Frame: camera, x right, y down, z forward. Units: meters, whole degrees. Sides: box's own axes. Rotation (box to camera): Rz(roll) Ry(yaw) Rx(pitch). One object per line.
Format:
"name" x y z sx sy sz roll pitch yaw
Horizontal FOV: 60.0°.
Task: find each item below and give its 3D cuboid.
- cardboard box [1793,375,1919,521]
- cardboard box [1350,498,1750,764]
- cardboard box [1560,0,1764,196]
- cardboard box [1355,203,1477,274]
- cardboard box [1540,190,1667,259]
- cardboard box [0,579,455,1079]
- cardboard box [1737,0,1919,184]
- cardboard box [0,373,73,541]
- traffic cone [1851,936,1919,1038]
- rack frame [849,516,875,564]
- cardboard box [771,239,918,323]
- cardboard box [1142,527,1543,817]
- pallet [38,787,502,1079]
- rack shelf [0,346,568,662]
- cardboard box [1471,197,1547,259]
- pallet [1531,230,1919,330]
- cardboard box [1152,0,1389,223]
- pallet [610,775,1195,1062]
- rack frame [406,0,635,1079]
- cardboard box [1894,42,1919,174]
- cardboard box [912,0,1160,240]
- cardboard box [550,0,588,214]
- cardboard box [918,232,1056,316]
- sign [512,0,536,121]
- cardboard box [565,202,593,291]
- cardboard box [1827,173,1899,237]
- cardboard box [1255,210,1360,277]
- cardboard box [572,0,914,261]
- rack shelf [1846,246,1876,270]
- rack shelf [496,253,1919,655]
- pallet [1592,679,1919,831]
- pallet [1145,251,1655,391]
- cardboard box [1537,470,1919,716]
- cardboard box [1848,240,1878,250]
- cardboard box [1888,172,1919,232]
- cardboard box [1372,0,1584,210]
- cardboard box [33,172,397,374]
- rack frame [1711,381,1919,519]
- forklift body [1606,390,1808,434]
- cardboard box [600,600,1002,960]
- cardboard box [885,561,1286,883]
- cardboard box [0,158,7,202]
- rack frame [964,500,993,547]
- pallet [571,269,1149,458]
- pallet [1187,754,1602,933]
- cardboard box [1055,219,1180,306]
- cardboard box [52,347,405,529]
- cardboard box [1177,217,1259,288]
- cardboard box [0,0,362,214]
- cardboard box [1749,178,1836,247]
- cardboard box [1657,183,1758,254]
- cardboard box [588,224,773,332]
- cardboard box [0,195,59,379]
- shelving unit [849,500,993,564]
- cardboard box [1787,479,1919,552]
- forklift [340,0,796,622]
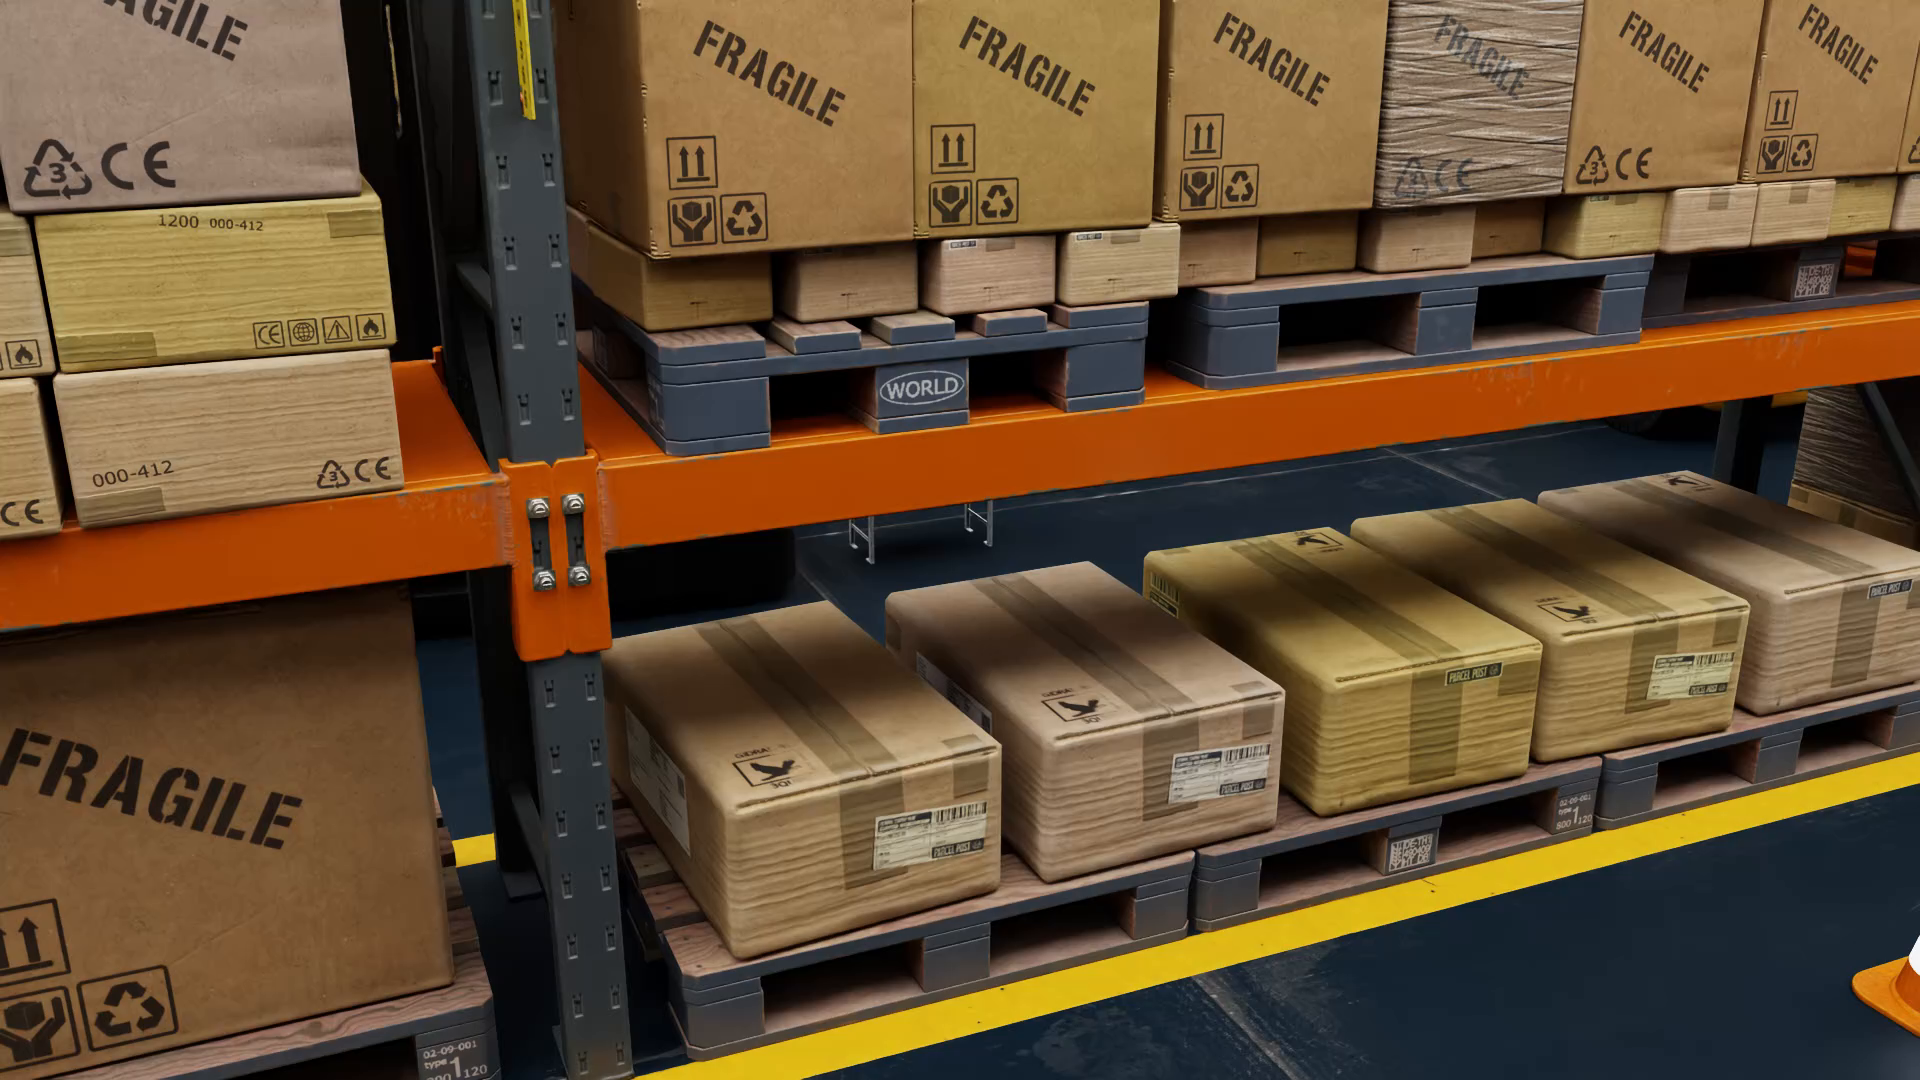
"cardboard box" 3.189 -0.399 5.518 0.500 0.500 0.500 -8 21 -23
"cardboard box" 1.613 0.222 4.699 0.625 0.372 0.950 -7 21 -19
"cardboard box" 1.488 -1.108 3.921 0.500 0.500 0.500 -7 21 -20
"cardboard box" 0.955 -0.722 3.802 0.250 0.149 0.380 -7 21 -20
"cardboard box" 1.447 -0.783 3.974 0.250 0.149 0.380 -8 21 -22
"cardboard box" -1.588 0.411 3.405 0.875 0.875 0.875 -8 21 -22
"cardboard box" 1.964 -1.174 4.109 0.500 0.500 0.500 -8 21 -22
"cardboard box" -1.745 -0.170 2.714 0.500 0.250 0.500 -8 21 -21
"traffic cone" 2.168 0.802 3.548 0.334 0.463 0.336 -8 21 -22
"rack frame" -0.376 -0.512 6.170 0.015 1.200 0.240 -8 21 -22
"cardboard box" -0.276 -0.551 3.317 0.250 0.149 0.380 -10 22 -25
"cardboard box" 0.975 0.314 4.438 0.625 0.372 0.950 -7 21 -20
"pallet" -1.674 0.937 3.542 1.213 0.211 1.003 -8 21 -22
"rack shelf" -2.757 0.144 2.680 4.000 0.370 1.077 -8 21 -22
"cardboard box" 1.164 -0.779 3.965 0.250 0.149 0.380 -9 21 -24
"pallet" 1.993 -0.838 4.675 1.213 0.211 1.003 -8 21 -22
"cardboard box" 0.545 -0.975 3.545 0.500 0.500 0.500 -8 21 -21
"pallet" -0.202 0.754 4.062 1.213 0.211 1.003 -8 21 -22
"rack frame" -0.920 -0.459 3.308 0.127 3.000 1.000 -8 21 -22
"cardboard box" 2.419 -1.240 4.295 0.500 0.500 0.500 -9 21 -23
"cardboard box" 0.060 -0.903 3.341 0.500 0.500 0.500 -7 21 -19
"cardboard box" -0.613 -0.989 3.583 0.500 0.500 0.500 -9 21 -23
"cardboard box" -0.006 -0.573 3.379 0.250 0.149 0.380 -10 22 -25
"sign" -0.698 -0.836 2.636 0.005 0.325 0.100 -8 21 -22
"cardboard box" -0.713 -0.653 3.606 0.250 0.149 0.380 -7 21 -20
"cardboard box" 2.140 -0.883 4.260 0.250 0.149 0.380 -9 21 -24
"cardboard box" 0.689 -0.708 3.761 0.250 0.149 0.380 -7 21 -20
"cardboard box" -0.416 -0.833 3.140 0.500 0.500 0.500 -9 21 -23
"rack shelf" 4.589 -0.909 5.669 4.000 0.370 1.077 -8 21 -22
"rack shelf" 0.916 -0.382 4.175 4.000 0.370 1.077 -8 21 -22
"pallet" 2.038 0.433 4.973 1.213 0.211 1.003 -8 21 -22
"pallet" 0.881 -0.641 4.115 1.213 0.211 1.003 -8 21 -22
"cardboard box" 2.272 0.126 4.971 0.625 0.372 0.950 -8 21 -21
"cardboard box" 2.927 -1.002 5.228 0.250 0.149 0.380 -8 21 -22
"cardboard box" 2.389 -0.913 4.343 0.250 0.149 0.380 -8 21 -21
"cardboard box" 1.007 -1.039 3.725 0.500 0.500 0.500 -9 21 -24
"cardboard box" -1.265 -0.482 2.849 0.500 0.250 0.500 -8 21 -22
"rack frame" 2.752 -0.985 4.802 0.127 3.000 1.000 -8 21 -22
"forklift body" 3.437 -1.818 8.447 1.214 2.155 2.313 -8 21 -22
"cardboard box" -0.398 0.512 3.877 0.625 0.372 0.950 -10 22 -26
"cardboard box" 0.277 0.412 4.160 0.625 0.372 0.950 -9 21 -23
"cardboard box" -1.759 -0.760 2.507 0.500 0.500 0.500 -8 21 -21
"rack frame" 0.072 -0.576 6.352 0.015 1.200 0.240 -8 21 -22
"pallet" -0.308 -0.494 3.698 1.003 0.211 1.213 -8 21 -22
"pallet" 0.916 0.595 4.514 1.213 0.211 1.003 -8 21 -22
"cardboard box" 0.255 -0.603 3.464 0.250 0.149 0.380 -8 21 -22
"cardboard box" -1.282 -0.242 2.919 0.500 0.250 0.500 -9 21 -24
"cardboard box" 0.445 -0.658 3.622 0.250 0.149 0.380 -7 21 -19
"cardboard box" -1.292 -0.830 2.705 0.500 0.500 0.500 -9 21 -23
"cardboard box" 1.918 -0.838 4.132 0.250 0.149 0.380 -9 21 -23
"cardboard box" 1.685 -0.804 4.034 0.250 0.149 0.380 -8 21 -21
"cardboard box" -0.548 -0.524 3.240 0.250 0.149 0.380 -9 22 -25
"cardboard box" -1.734 -0.414 2.654 0.500 0.250 0.500 -9 21 -23
"shelving unit" -0.152 -0.544 6.261 0.503 1.200 0.258 -8 21 -22
"cardboard box" 3.189 -0.046 5.643 0.500 0.250 0.500 -7 21 -19
"forklift" -2.162 -1.203 5.526 3.031 2.935 1.130 -5 20 -14
